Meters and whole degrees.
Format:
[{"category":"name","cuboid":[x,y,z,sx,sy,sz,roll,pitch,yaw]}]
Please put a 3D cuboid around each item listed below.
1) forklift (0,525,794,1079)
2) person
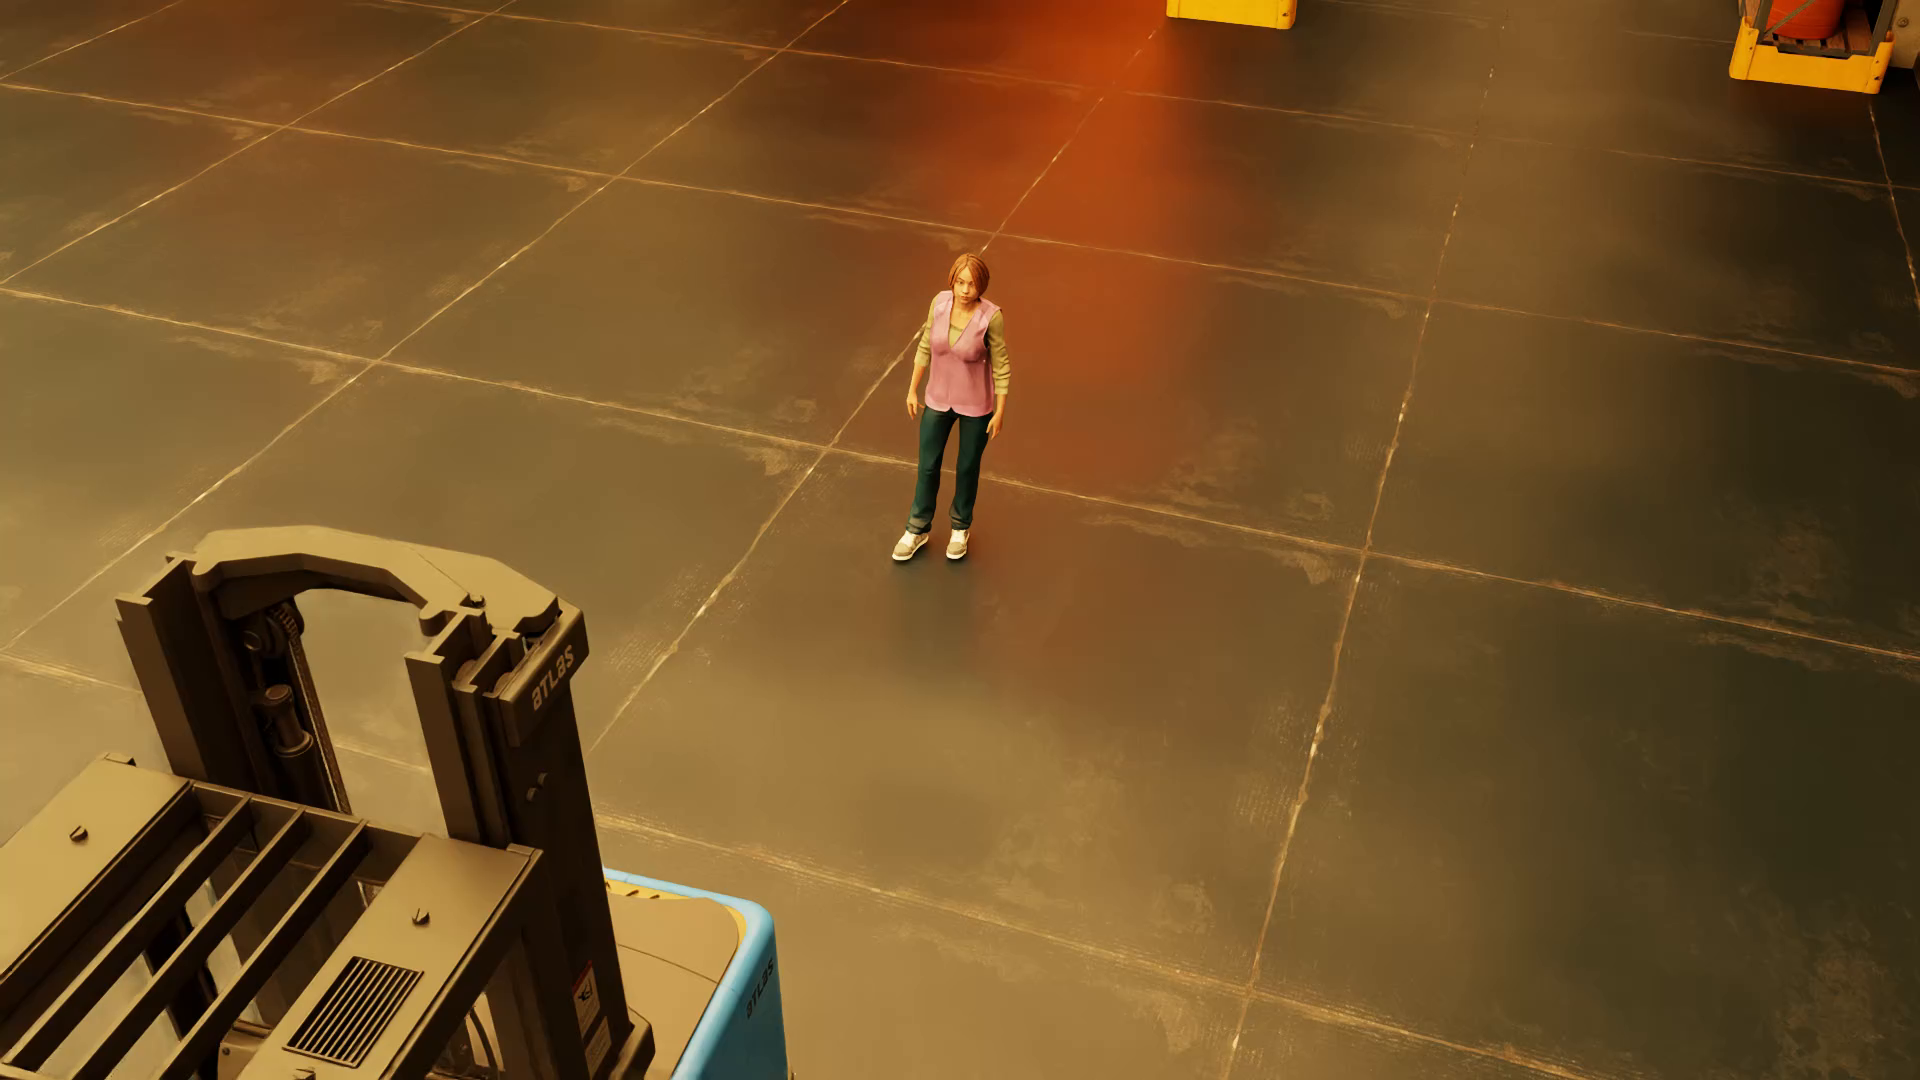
[{"category":"forklift","cuboid":[-1.465,1.560,3.910,1.130,2.935,3.031,10,36,13]},{"category":"person","cuboid":[-0.038,-0.614,8.130,0.520,1.582,0.476,12,37,16]}]
